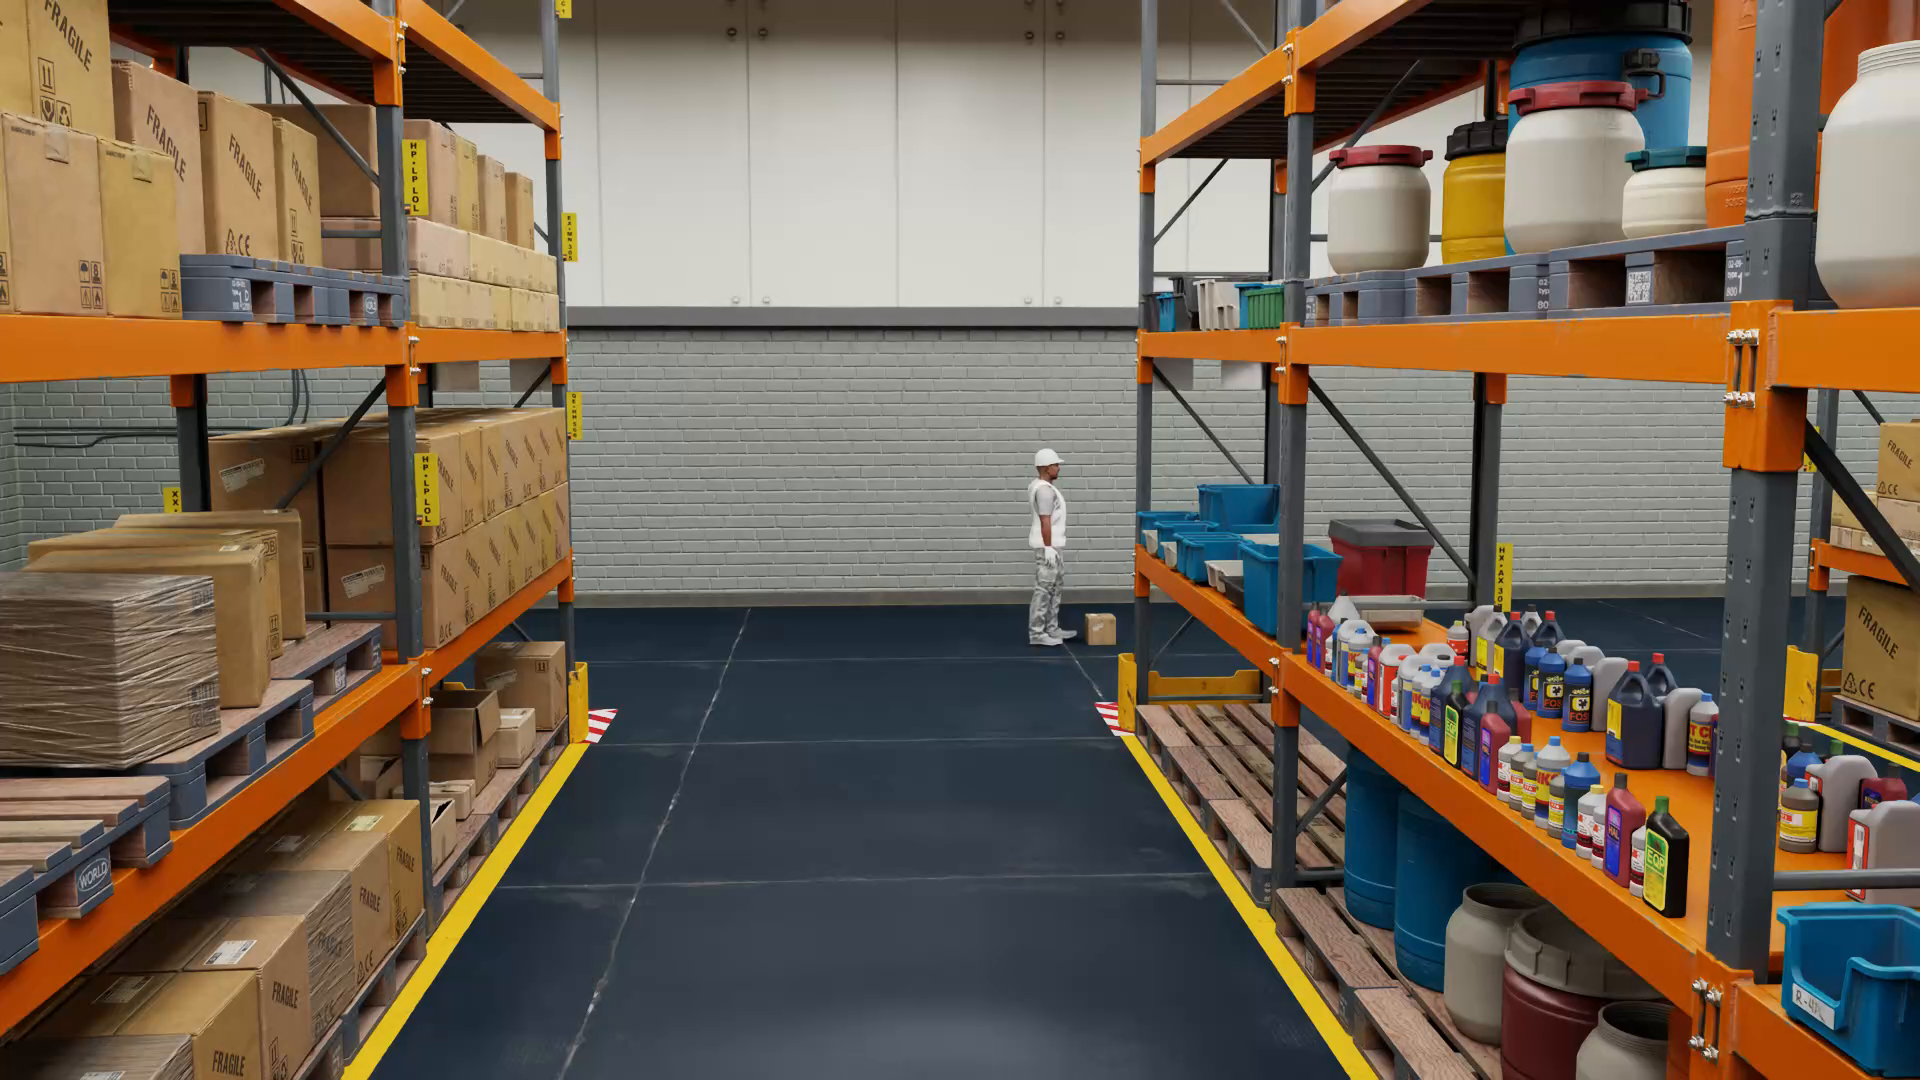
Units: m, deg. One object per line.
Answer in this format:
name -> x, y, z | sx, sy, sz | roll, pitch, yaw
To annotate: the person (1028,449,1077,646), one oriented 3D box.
person -> 0.854, 0.063, 15.148 | 0.480, 1.788, 0.556 | 0, 7, -3
